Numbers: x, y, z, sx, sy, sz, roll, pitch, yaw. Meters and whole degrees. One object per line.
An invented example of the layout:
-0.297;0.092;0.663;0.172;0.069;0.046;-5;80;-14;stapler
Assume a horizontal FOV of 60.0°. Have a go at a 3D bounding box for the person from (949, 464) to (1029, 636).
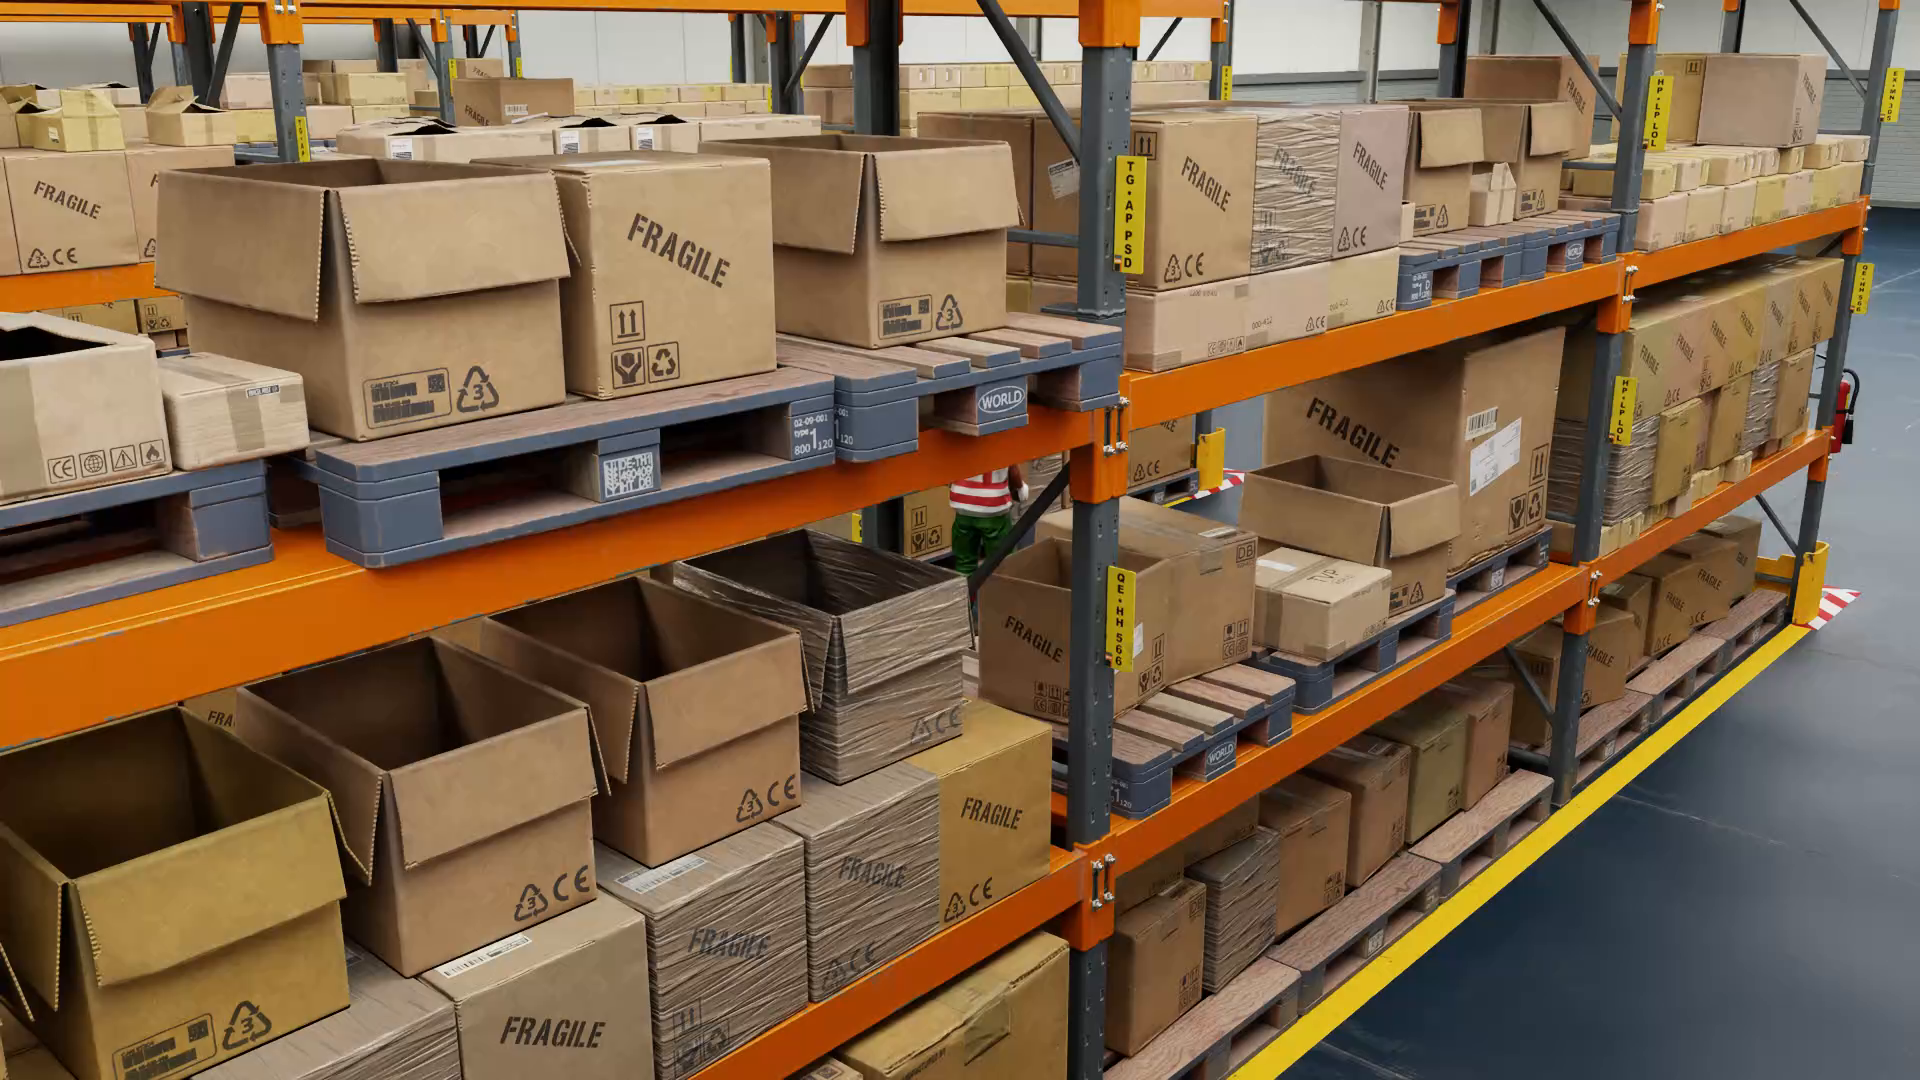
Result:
0.175;-0.217;10.727;0.494;1.784;0.554;10;19;29;person
